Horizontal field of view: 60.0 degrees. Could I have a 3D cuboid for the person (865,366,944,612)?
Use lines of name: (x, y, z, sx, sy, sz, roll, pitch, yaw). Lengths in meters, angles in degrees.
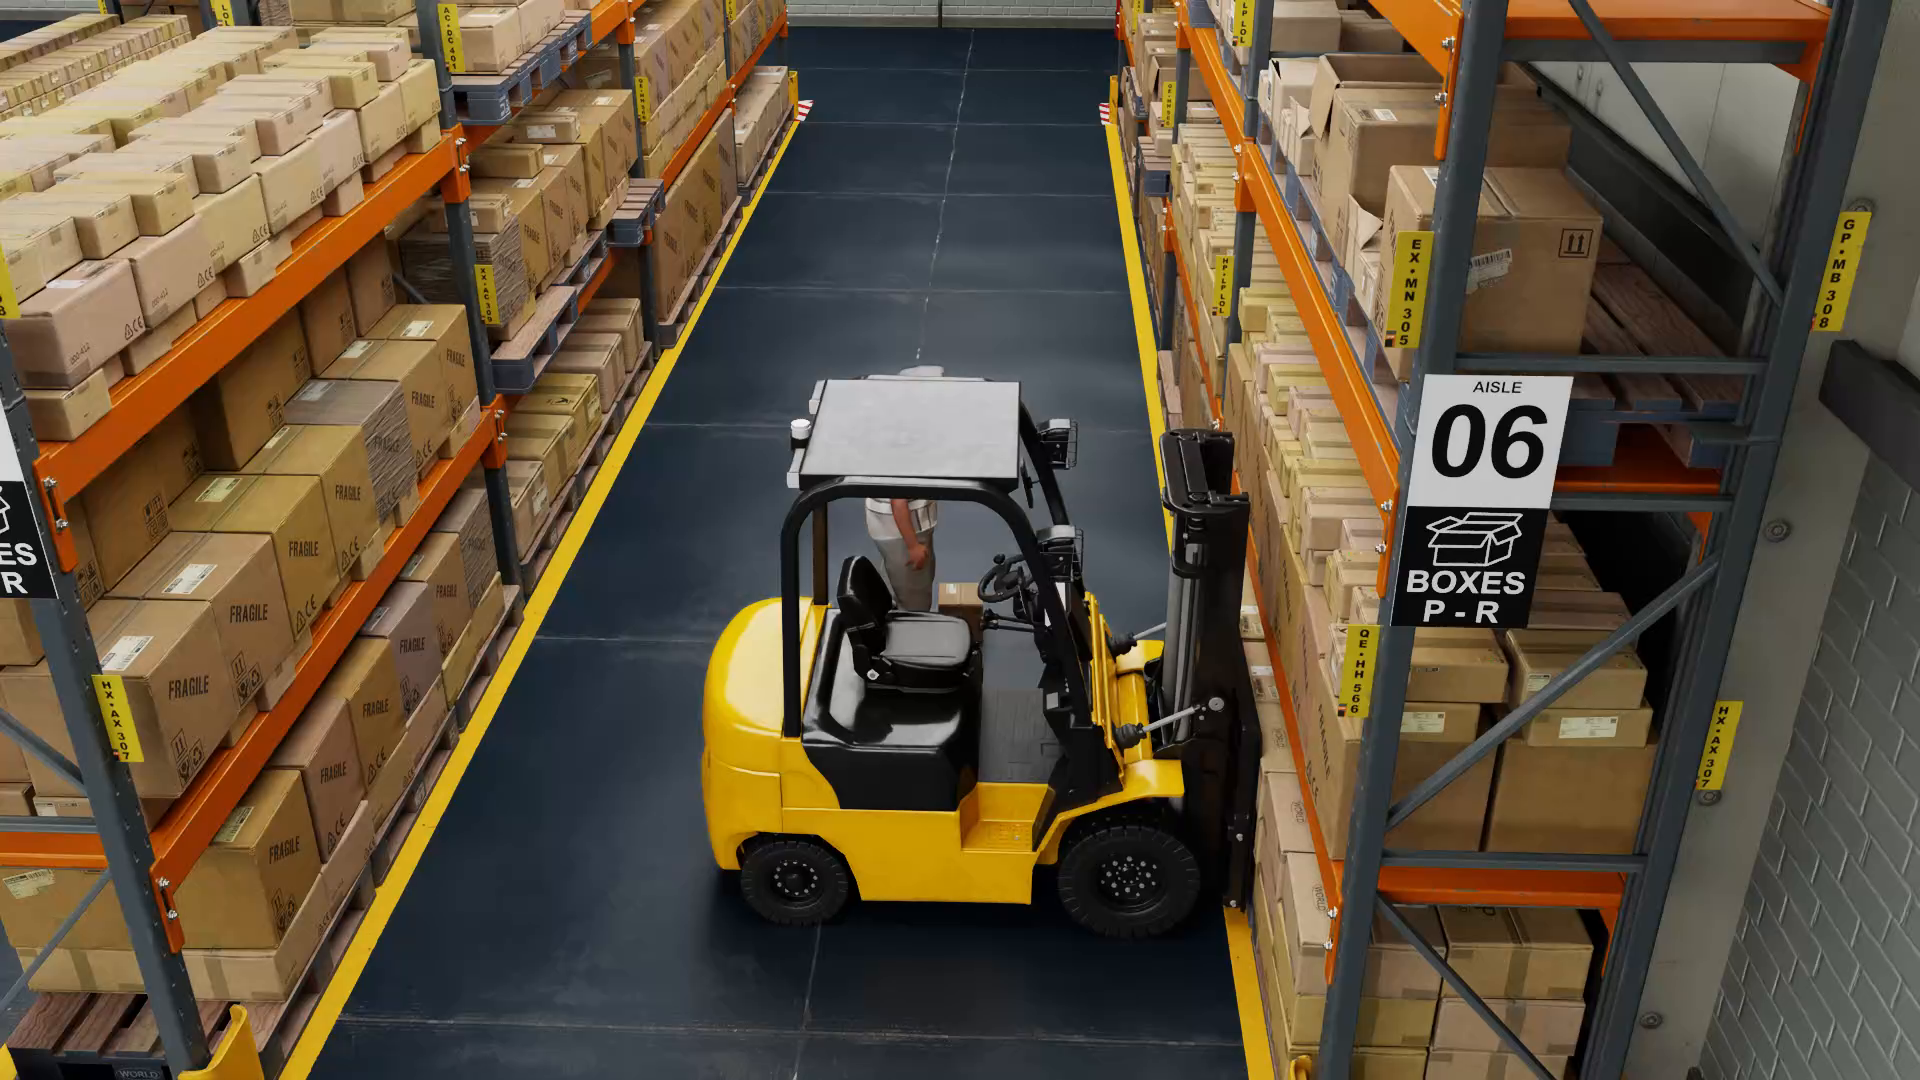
person: (-0.273, -0.082, 8.767, 0.434, 1.749, 0.585, 1, 28, 2)
